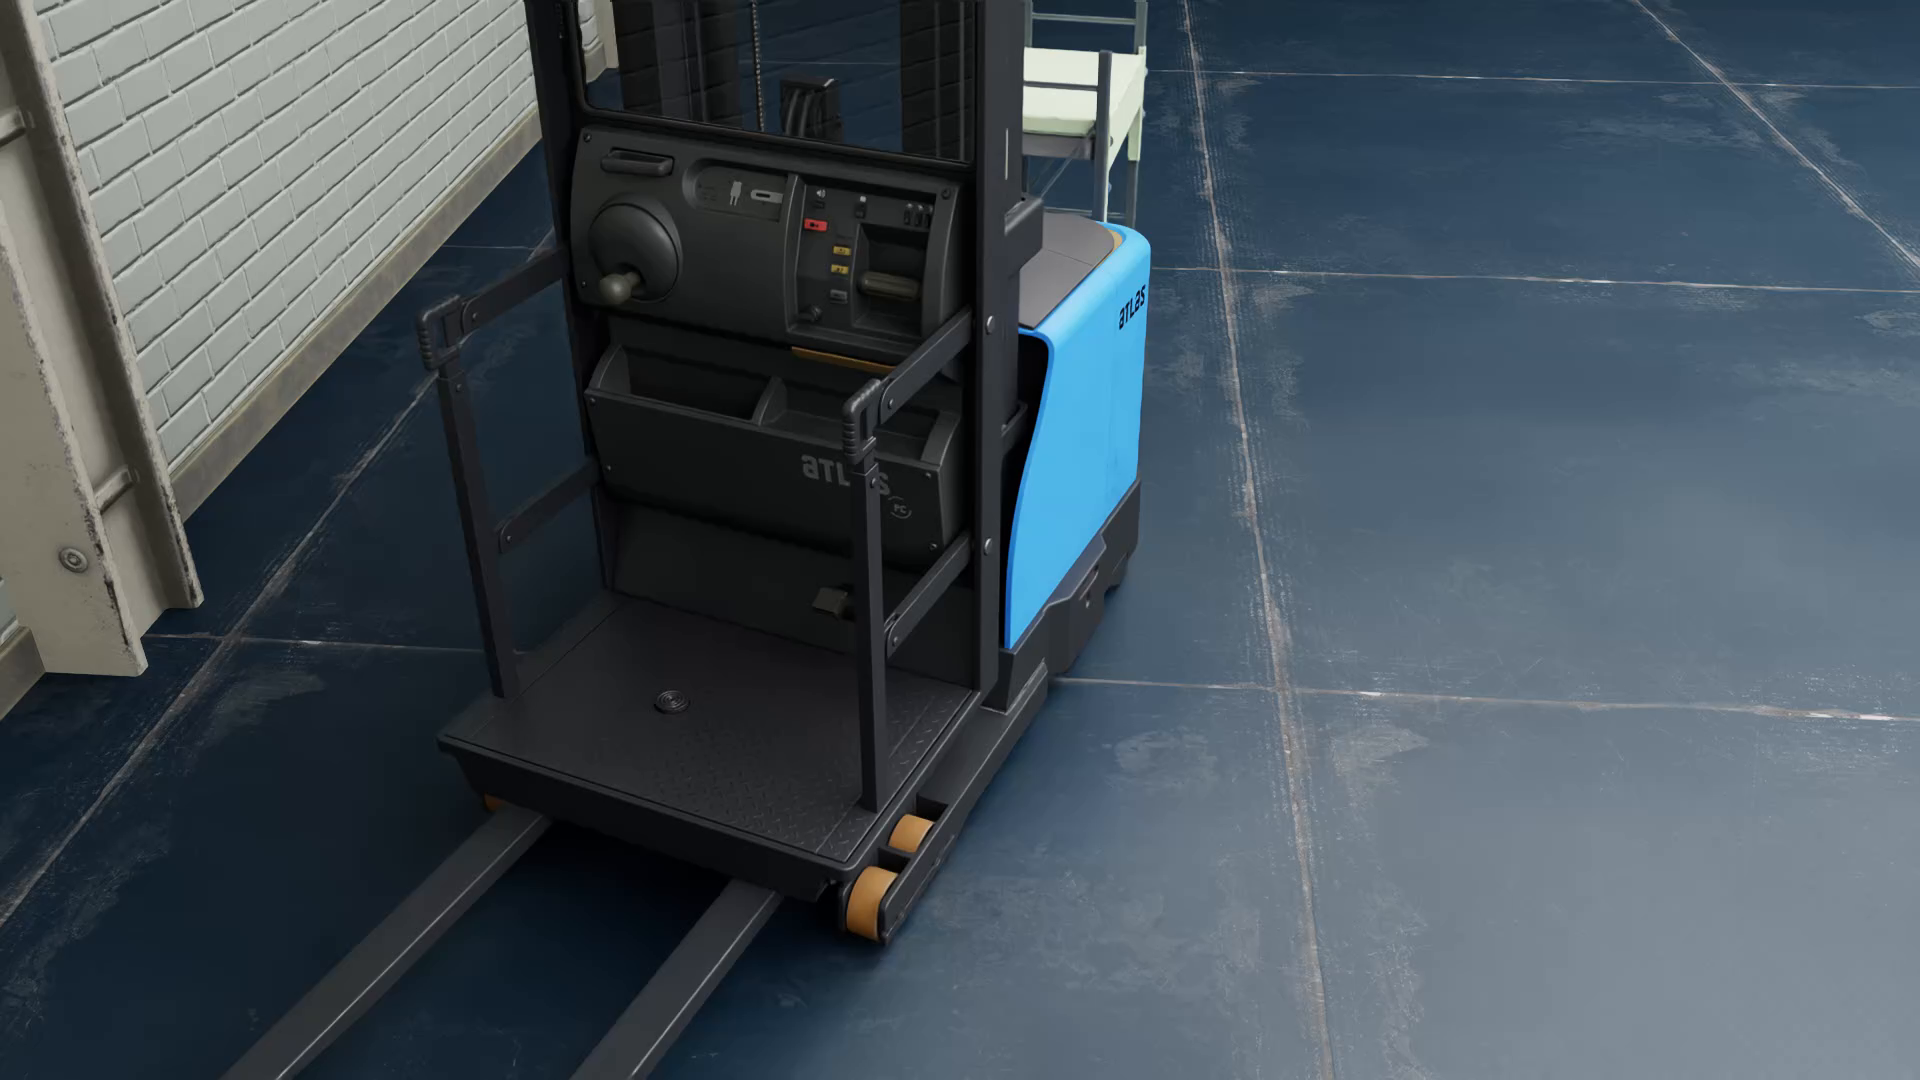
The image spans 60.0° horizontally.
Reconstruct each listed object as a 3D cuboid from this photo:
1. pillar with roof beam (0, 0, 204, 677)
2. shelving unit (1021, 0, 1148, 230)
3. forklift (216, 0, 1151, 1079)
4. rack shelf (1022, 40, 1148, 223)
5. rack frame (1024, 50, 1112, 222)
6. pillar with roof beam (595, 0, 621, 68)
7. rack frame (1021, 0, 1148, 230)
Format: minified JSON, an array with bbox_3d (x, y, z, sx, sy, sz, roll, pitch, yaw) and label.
[{"bbox_3d":[1.866,-3.377,2.153,9.100,9.000,0.400,2,32,4],"label":"pillar with roof beam"},{"bbox_3d":[0.307,-0.914,5.303,0.431,1.500,0.755,7,32,11],"label":"shelving unit"},{"bbox_3d":[-0.526,-0.599,3.428,1.130,2.935,3.031,13,34,21],"label":"forklift"},{"bbox_3d":[0.307,-1.246,5.099,0.431,0.370,0.720,7,32,11],"label":"rack shelf"},{"bbox_3d":[0.222,-0.727,5.000,0.400,1.500,0.023,7,32,11],"label":"rack frame"},{"bbox_3d":[2.355,-6.515,7.244,9.100,9.000,0.400,2,32,4],"label":"pillar with roof beam"},{"bbox_3d":[0.391,-1.101,5.607,0.400,1.500,0.023,7,32,11],"label":"rack frame"}]
